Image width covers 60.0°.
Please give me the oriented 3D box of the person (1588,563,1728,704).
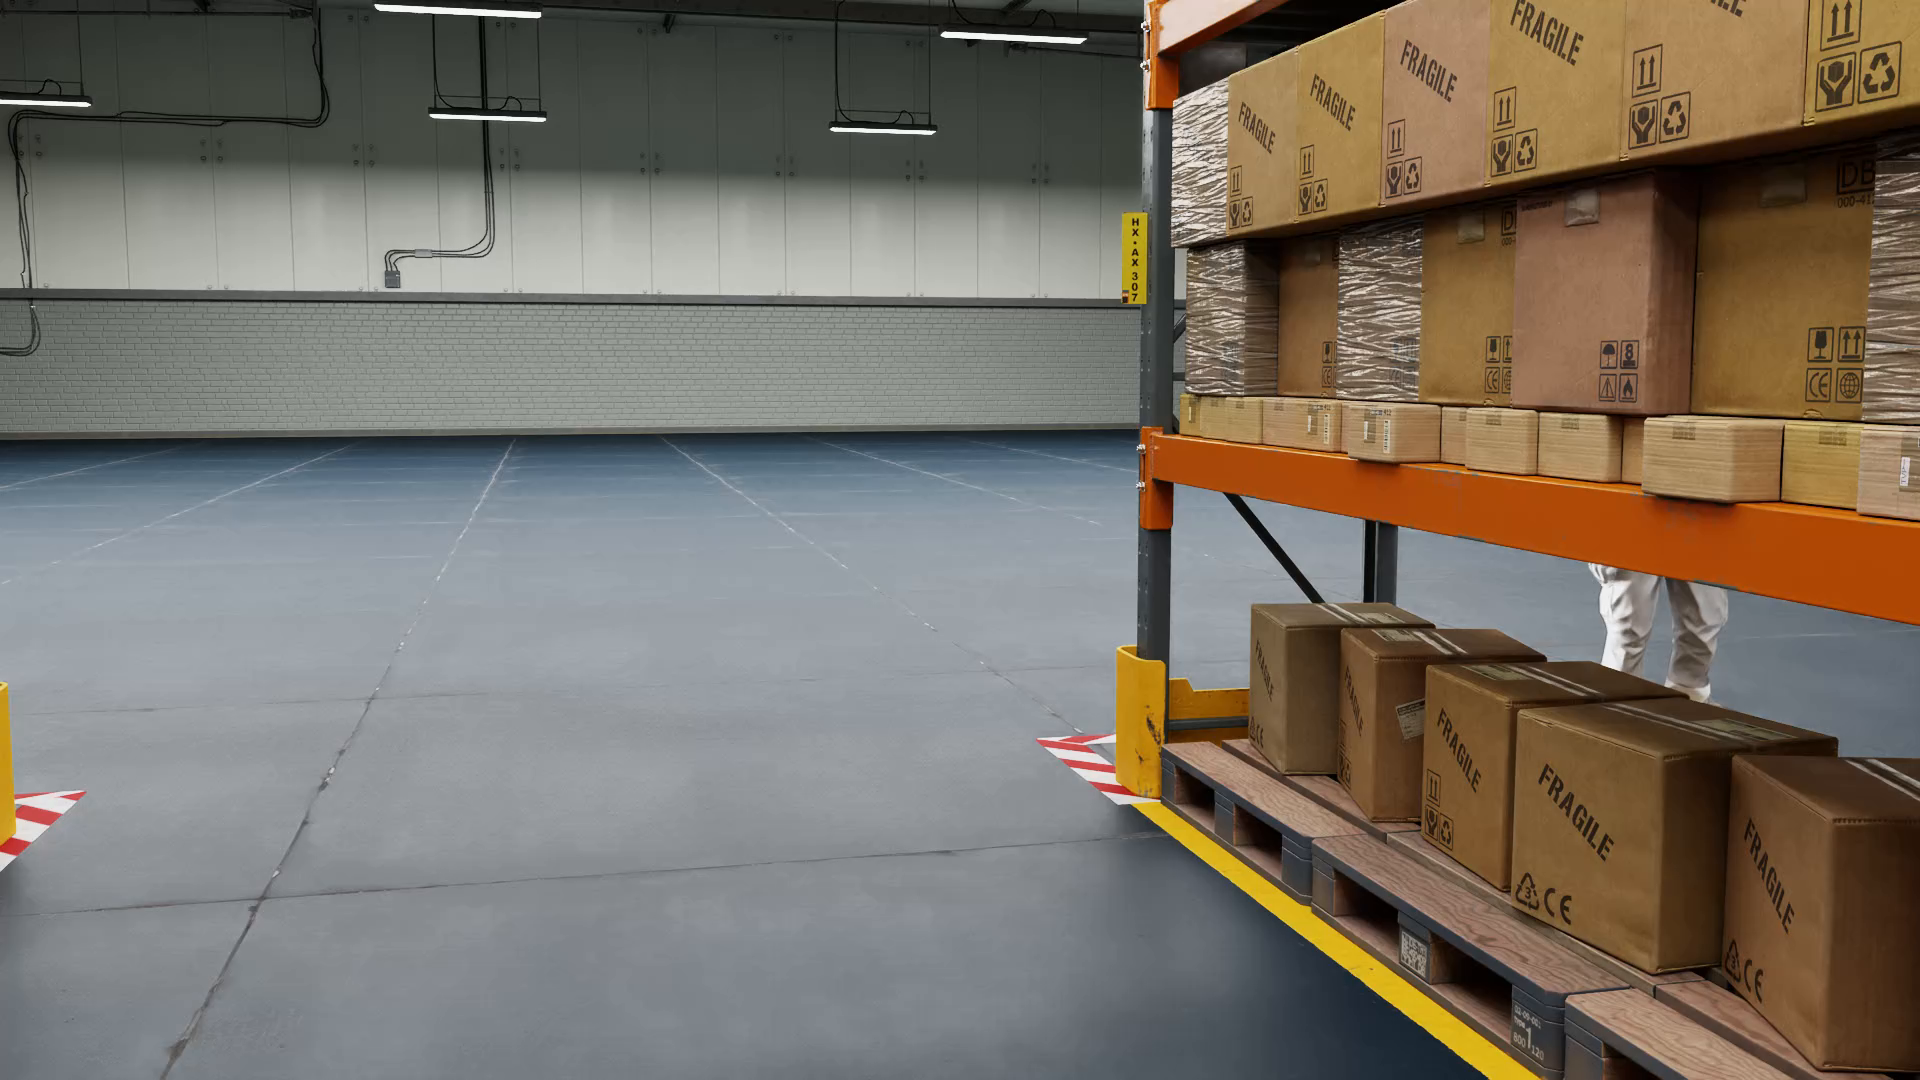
[{"bbox_3d":[2.668,0.009,6.252,0.606,1.777,0.454,1,6,5],"label":"person"}]
